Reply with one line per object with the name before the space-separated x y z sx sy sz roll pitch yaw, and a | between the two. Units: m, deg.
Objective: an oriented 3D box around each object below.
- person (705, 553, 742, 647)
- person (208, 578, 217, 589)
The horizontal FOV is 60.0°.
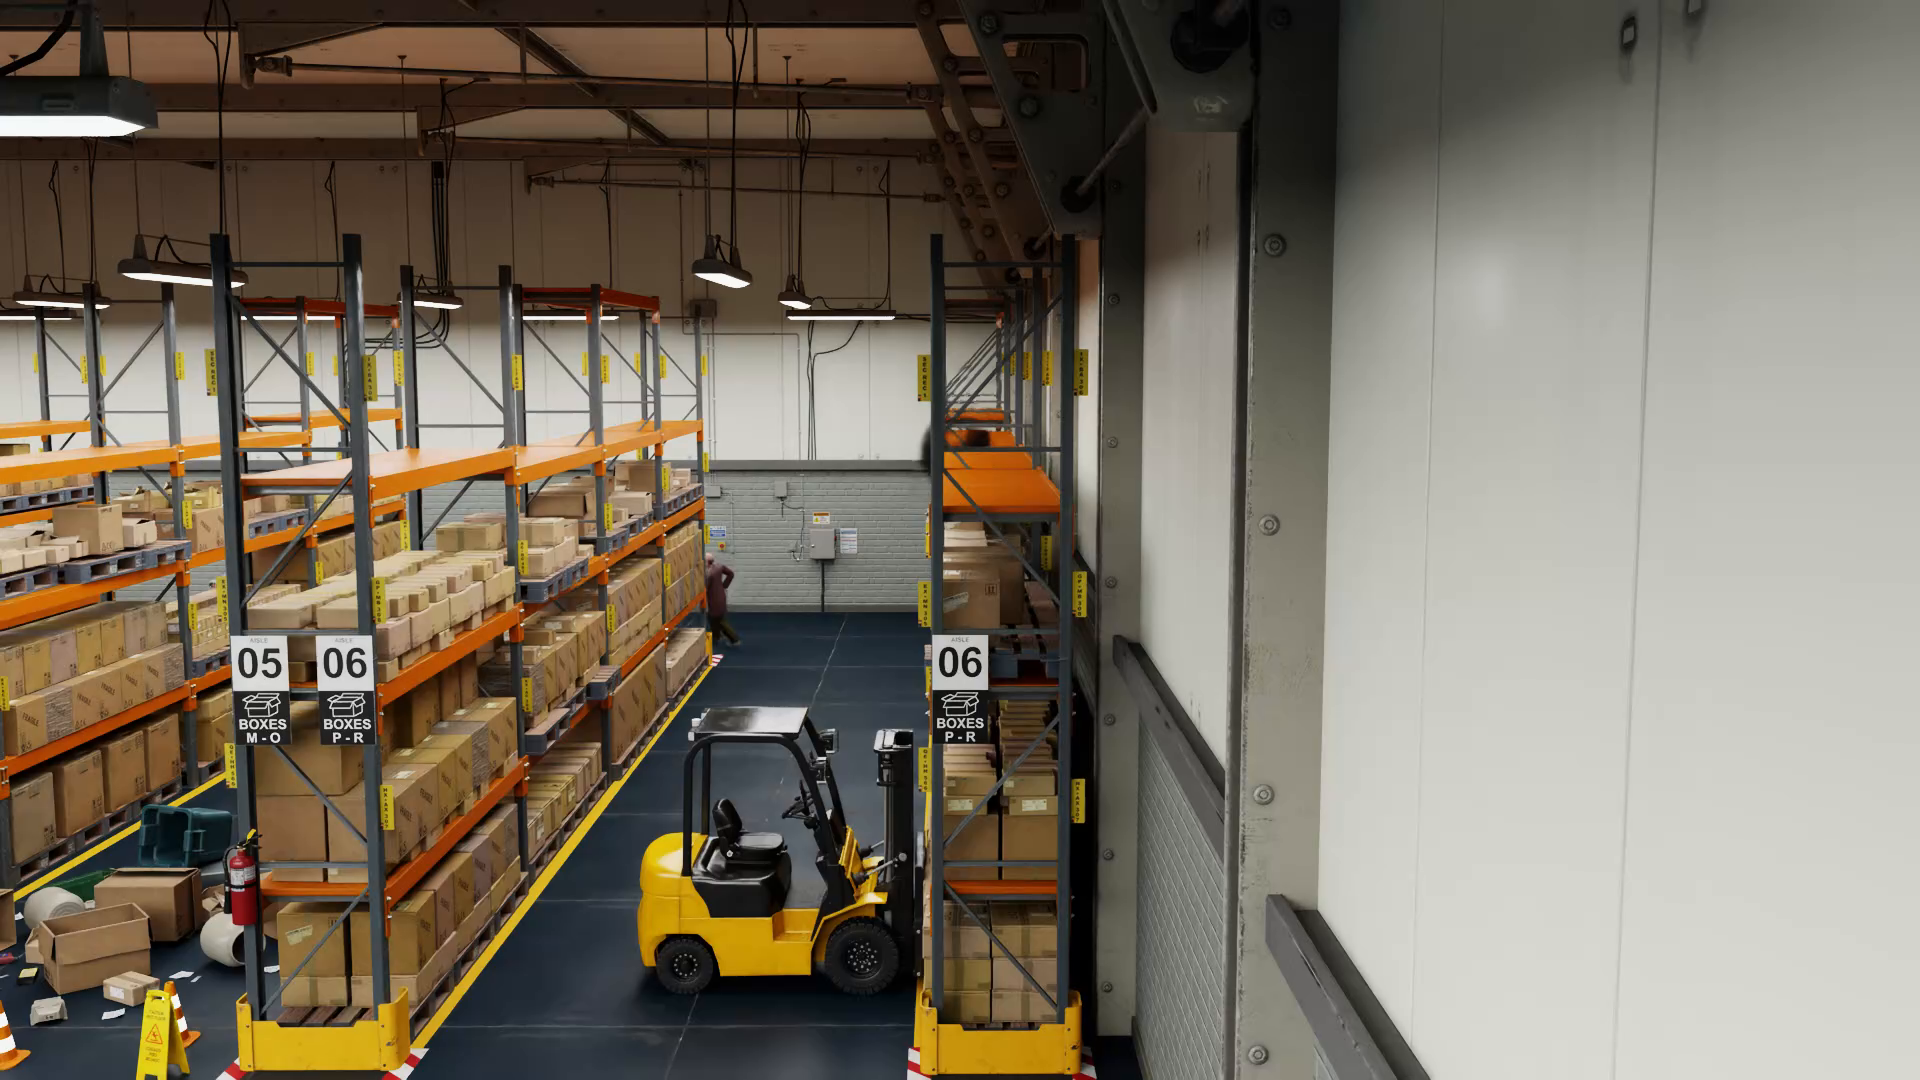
person | -4.238 1.083 29.298 0.766 1.755 0.876 1 6 12
person | -11.490 1.460 25.691 0.643 1.744 0.583 0 6 -2
